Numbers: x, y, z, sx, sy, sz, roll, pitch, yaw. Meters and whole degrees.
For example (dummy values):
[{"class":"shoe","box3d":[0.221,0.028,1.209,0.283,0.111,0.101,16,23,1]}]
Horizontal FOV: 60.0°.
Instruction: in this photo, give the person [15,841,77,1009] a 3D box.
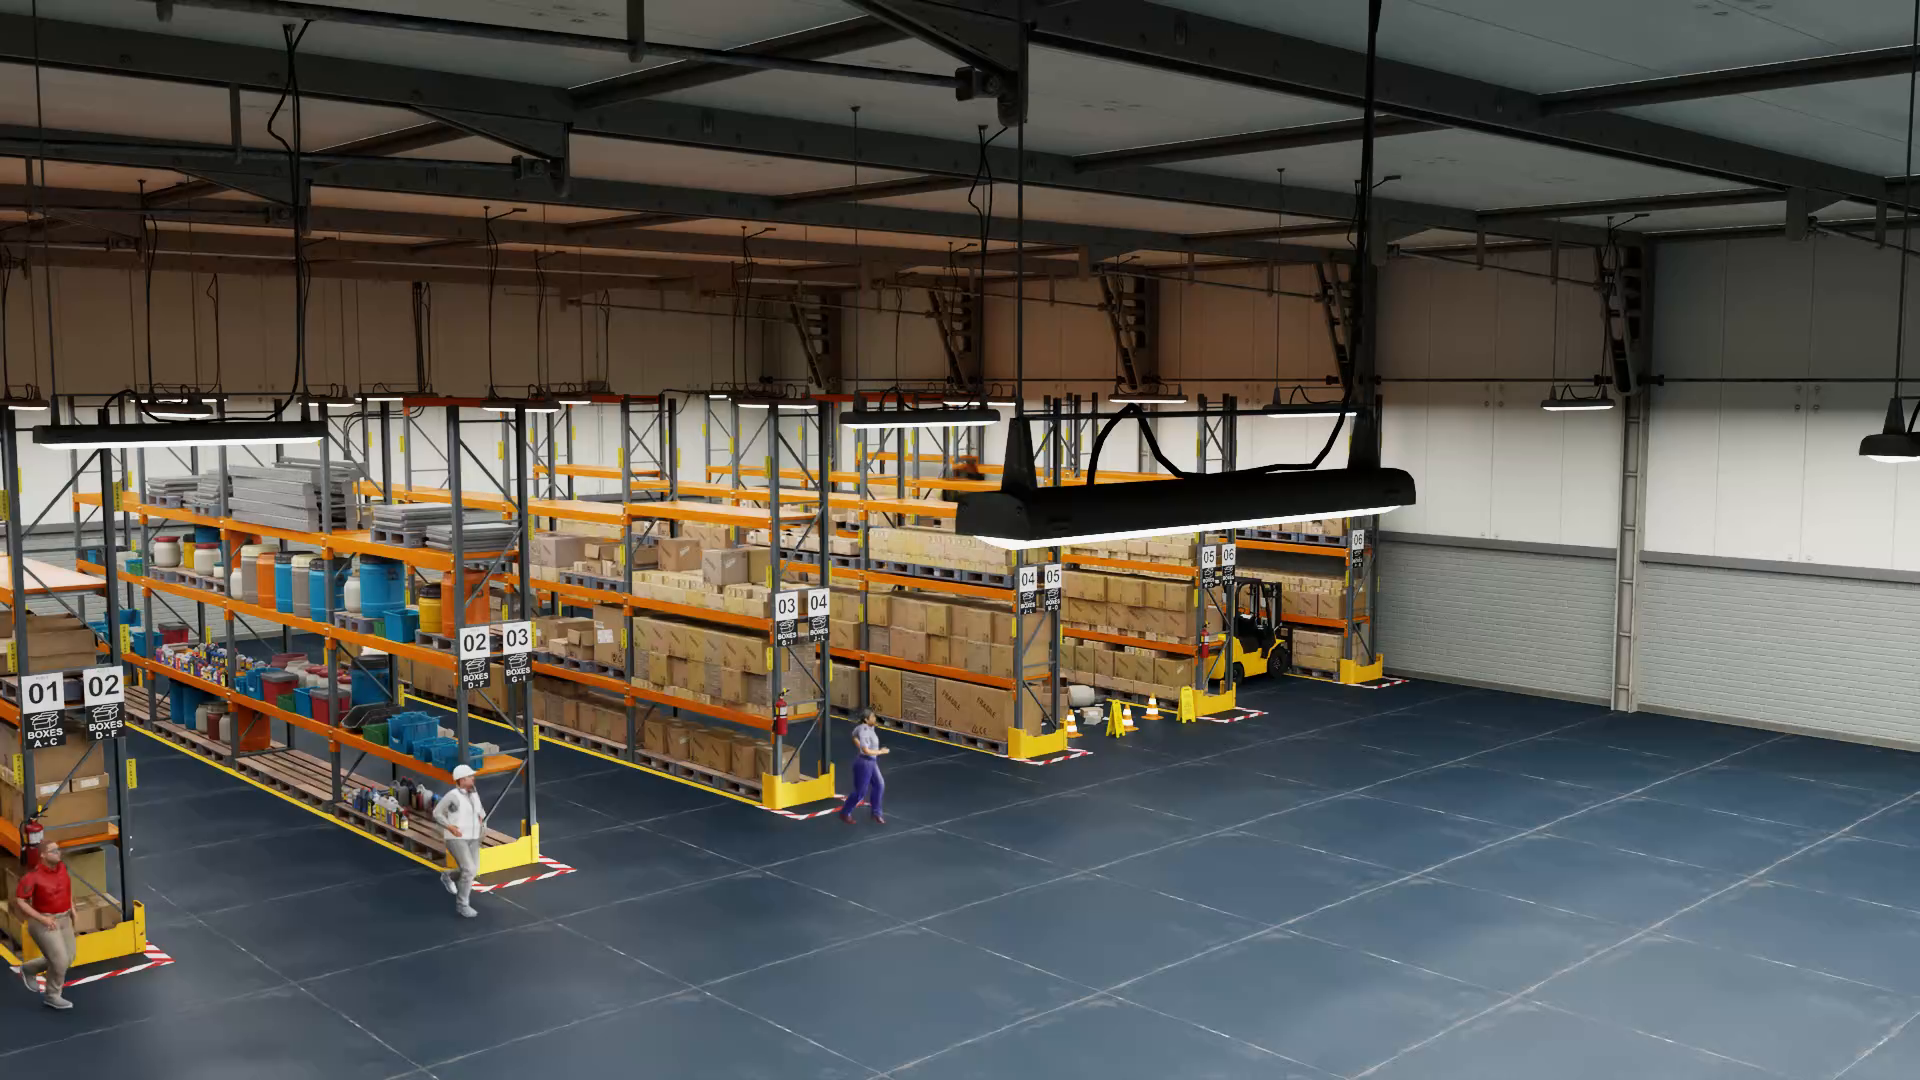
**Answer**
[{"class":"person","box3d":[-9.262,3.876,16.849,0.629,1.681,0.685,1,6,8]}]

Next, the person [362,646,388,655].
[{"class":"person","box3d":[-10.709,2.497,30.692,0.730,1.795,0.681,5,8,44]}]

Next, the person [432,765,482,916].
[{"class":"person","box3d":[-5.979,3.564,19.992,0.796,1.731,0.687,3,6,25]}]

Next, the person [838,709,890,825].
[{"class":"person","box3d":[-1.358,3.252,23.593,0.748,1.728,0.624,0,6,2]}]
